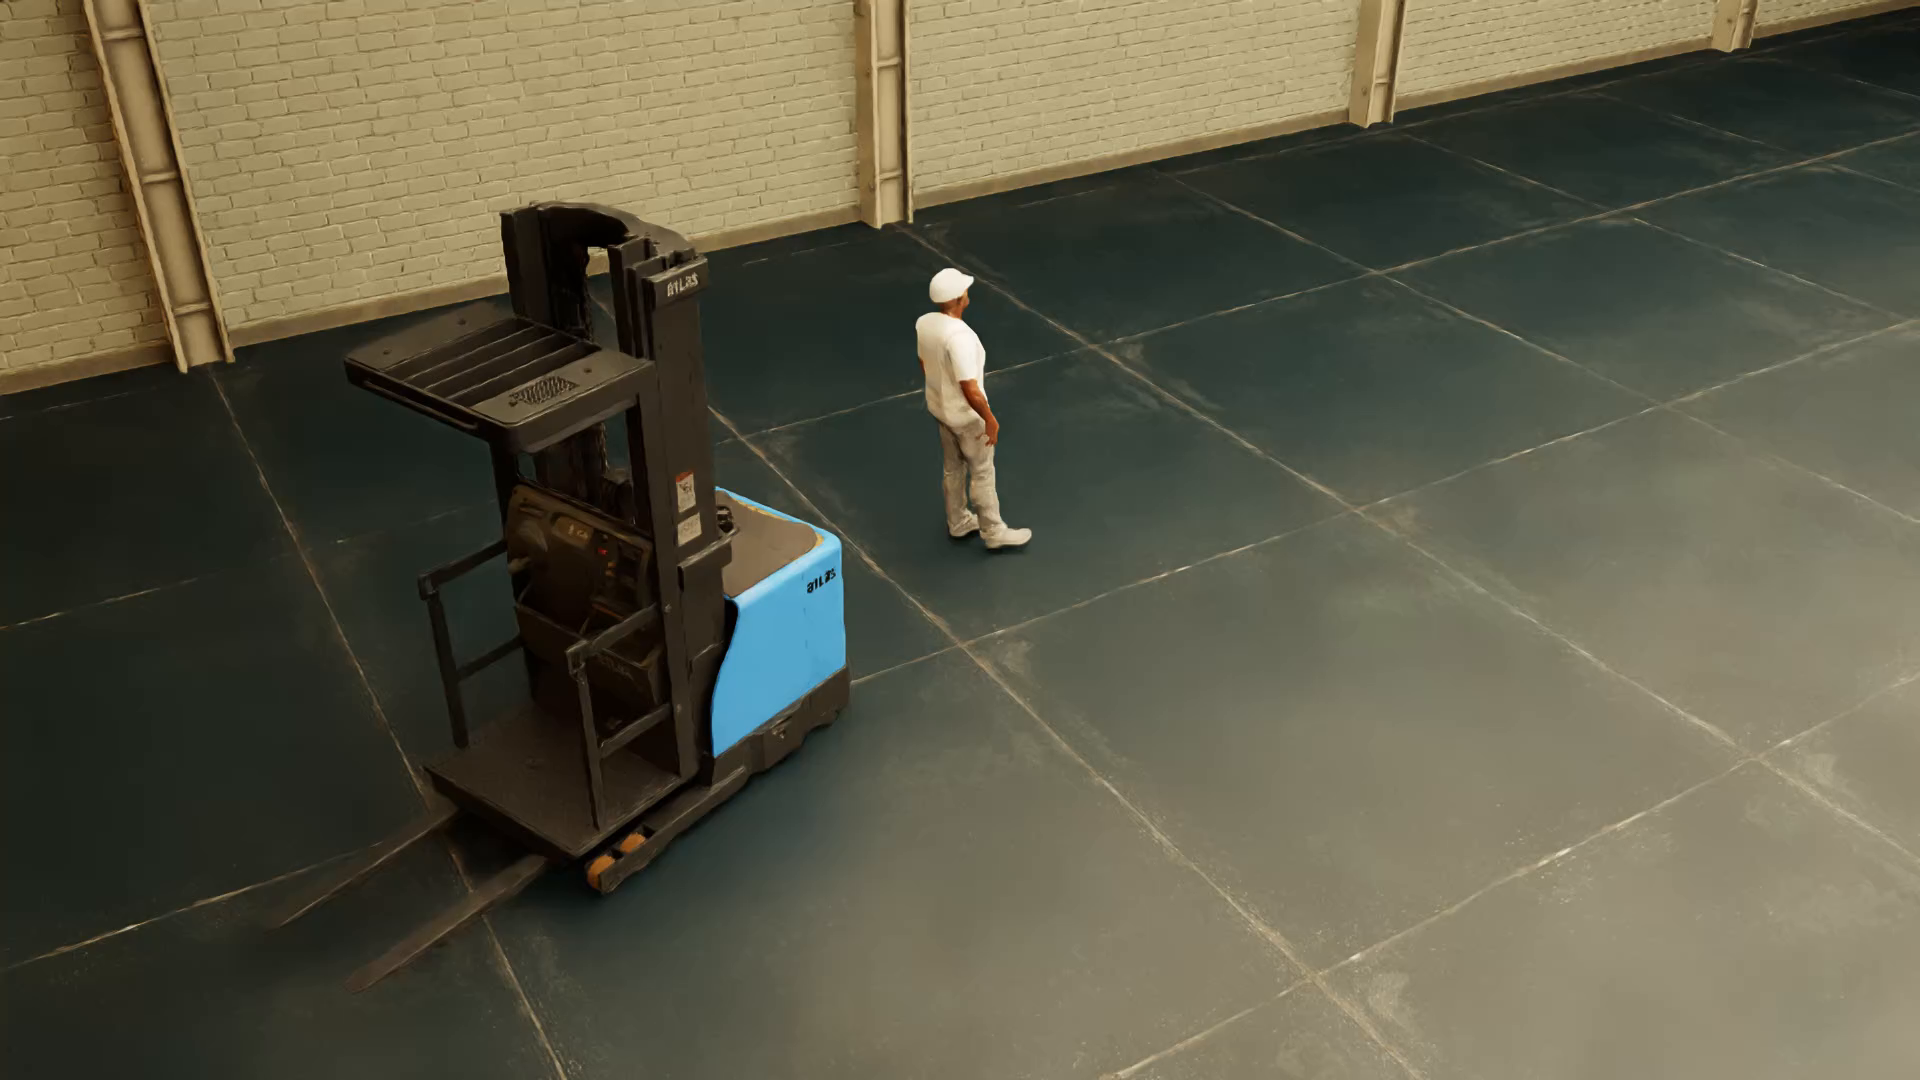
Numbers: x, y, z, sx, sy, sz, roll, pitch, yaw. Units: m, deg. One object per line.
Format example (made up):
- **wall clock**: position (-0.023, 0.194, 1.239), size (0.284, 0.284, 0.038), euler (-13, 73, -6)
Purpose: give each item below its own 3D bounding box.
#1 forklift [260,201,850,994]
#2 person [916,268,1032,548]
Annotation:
- **forklift**: position (-1.879, 0.097, 7.485), size (1.130, 2.935, 3.031), euler (21, 37, 31)
- **person**: position (0.062, -0.814, 10.049), size (0.576, 1.766, 0.665), euler (-17, 35, -26)
